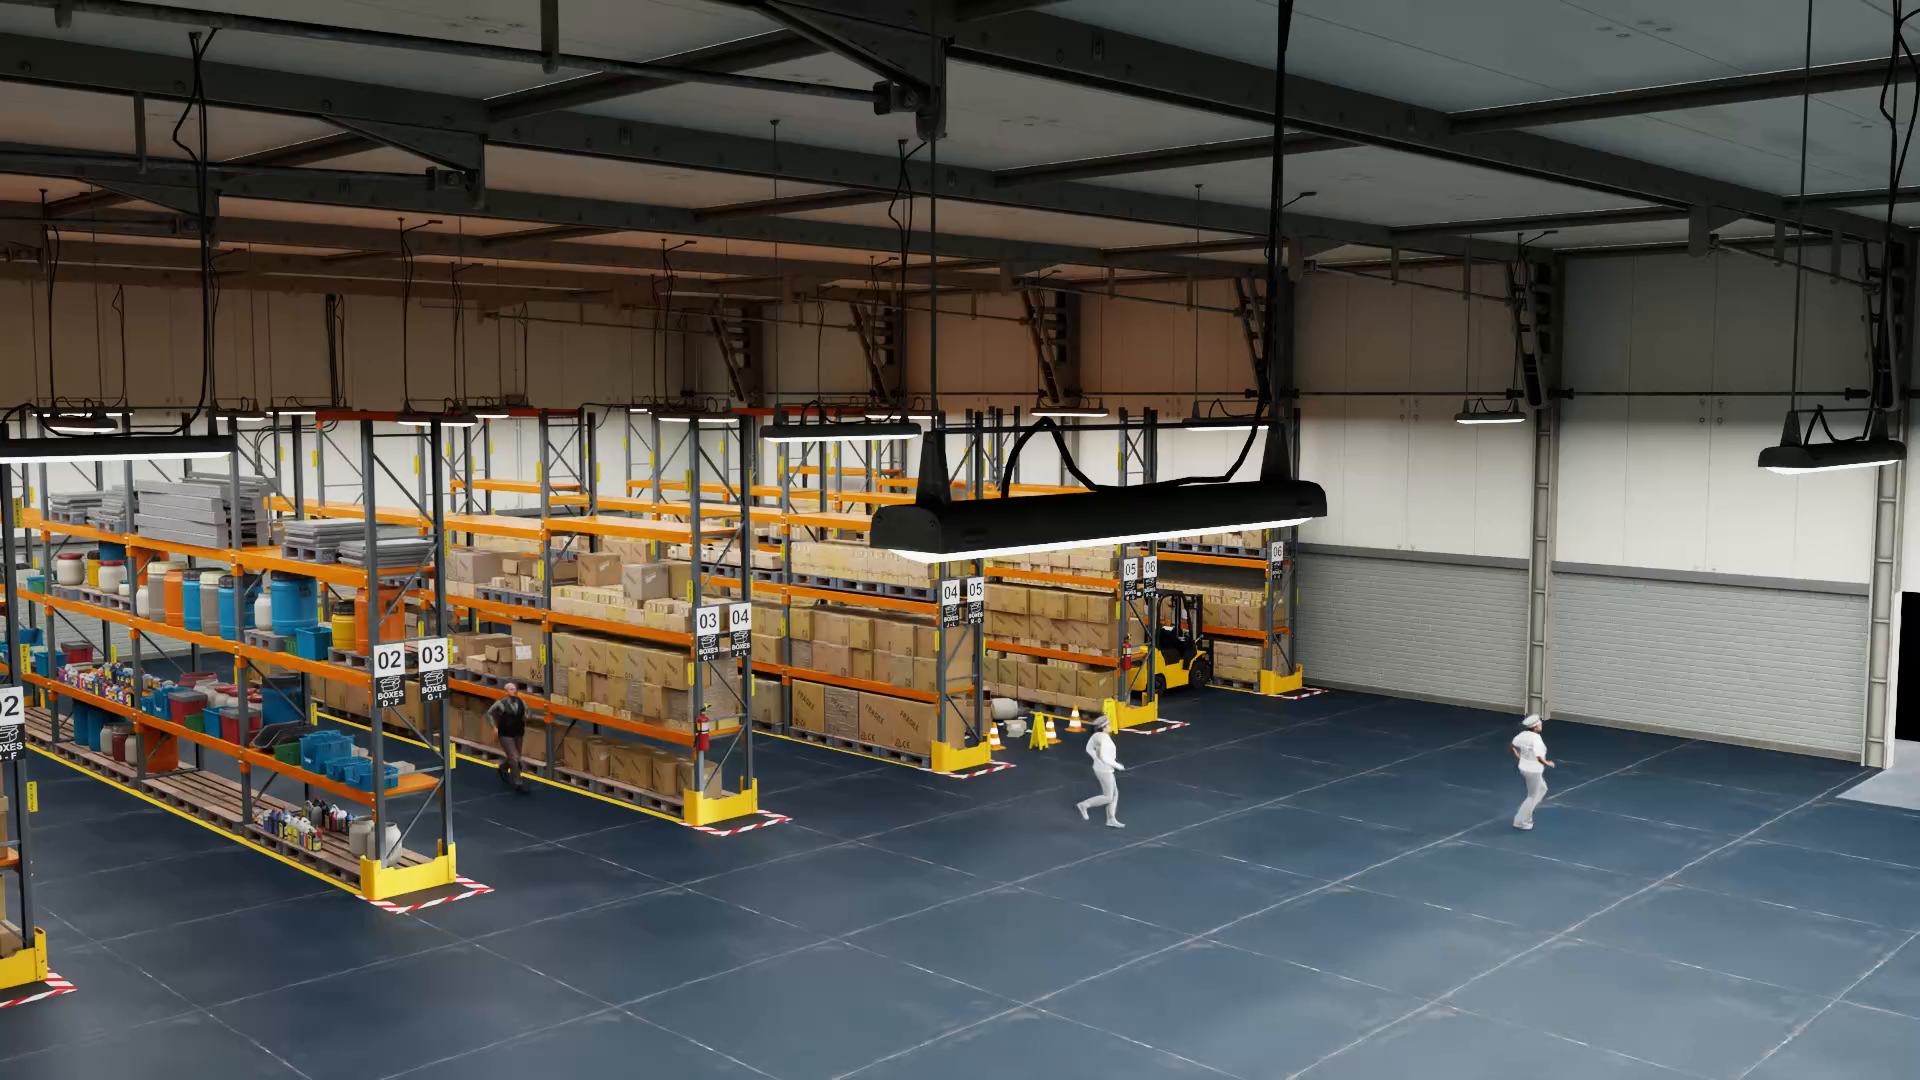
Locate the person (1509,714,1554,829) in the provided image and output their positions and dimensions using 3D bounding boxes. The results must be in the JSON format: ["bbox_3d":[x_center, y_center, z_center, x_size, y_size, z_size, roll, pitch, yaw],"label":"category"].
[{"bbox_3d":[8.335,3.351,24.200,0.603,1.662,0.579,-1,5,-9],"label":"person"}]

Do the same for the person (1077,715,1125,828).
[{"bbox_3d":[2.042,3.372,24.187,0.747,1.682,0.617,-1,5,-11],"label":"person"}]

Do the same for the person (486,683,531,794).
[{"bbox_3d":[-7.135,3.111,26.404,0.952,1.706,0.656,5,7,42],"label":"person"}]
